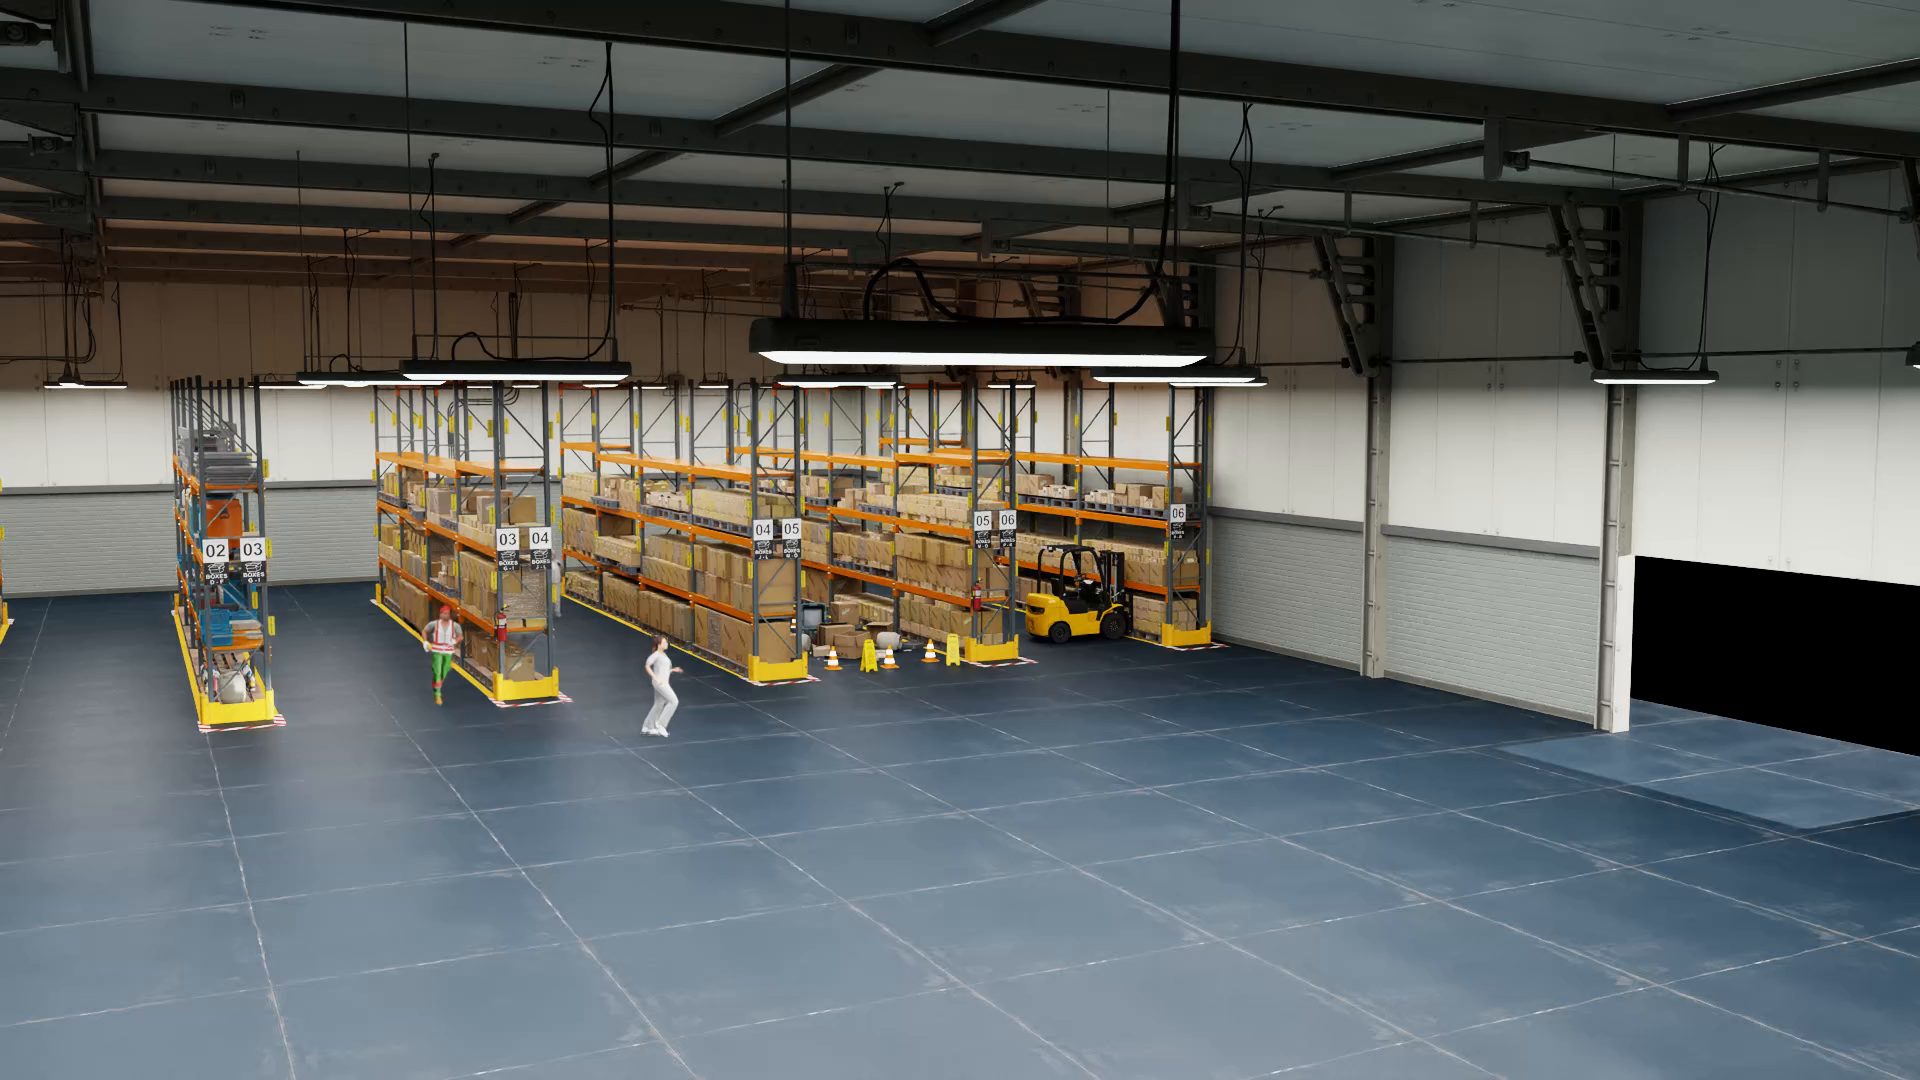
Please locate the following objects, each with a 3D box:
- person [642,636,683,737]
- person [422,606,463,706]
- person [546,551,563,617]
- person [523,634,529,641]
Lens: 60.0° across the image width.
[{"bbox_3d":[-4.970,2.433,27.712,0.692,1.677,0.539,0,5,-1],"label":"person"},{"bbox_3d":[-9.572,2.108,30.823,0.719,1.791,0.926,-2,6,-26],"label":"person"},{"bbox_3d":[-10.446,1.103,42.611,0.613,1.669,0.930,-2,6,-26],"label":"person"},{"bbox_3d":[-10.111,1.477,38.655,0.580,1.671,0.734,-2,5,-22],"label":"person"}]
